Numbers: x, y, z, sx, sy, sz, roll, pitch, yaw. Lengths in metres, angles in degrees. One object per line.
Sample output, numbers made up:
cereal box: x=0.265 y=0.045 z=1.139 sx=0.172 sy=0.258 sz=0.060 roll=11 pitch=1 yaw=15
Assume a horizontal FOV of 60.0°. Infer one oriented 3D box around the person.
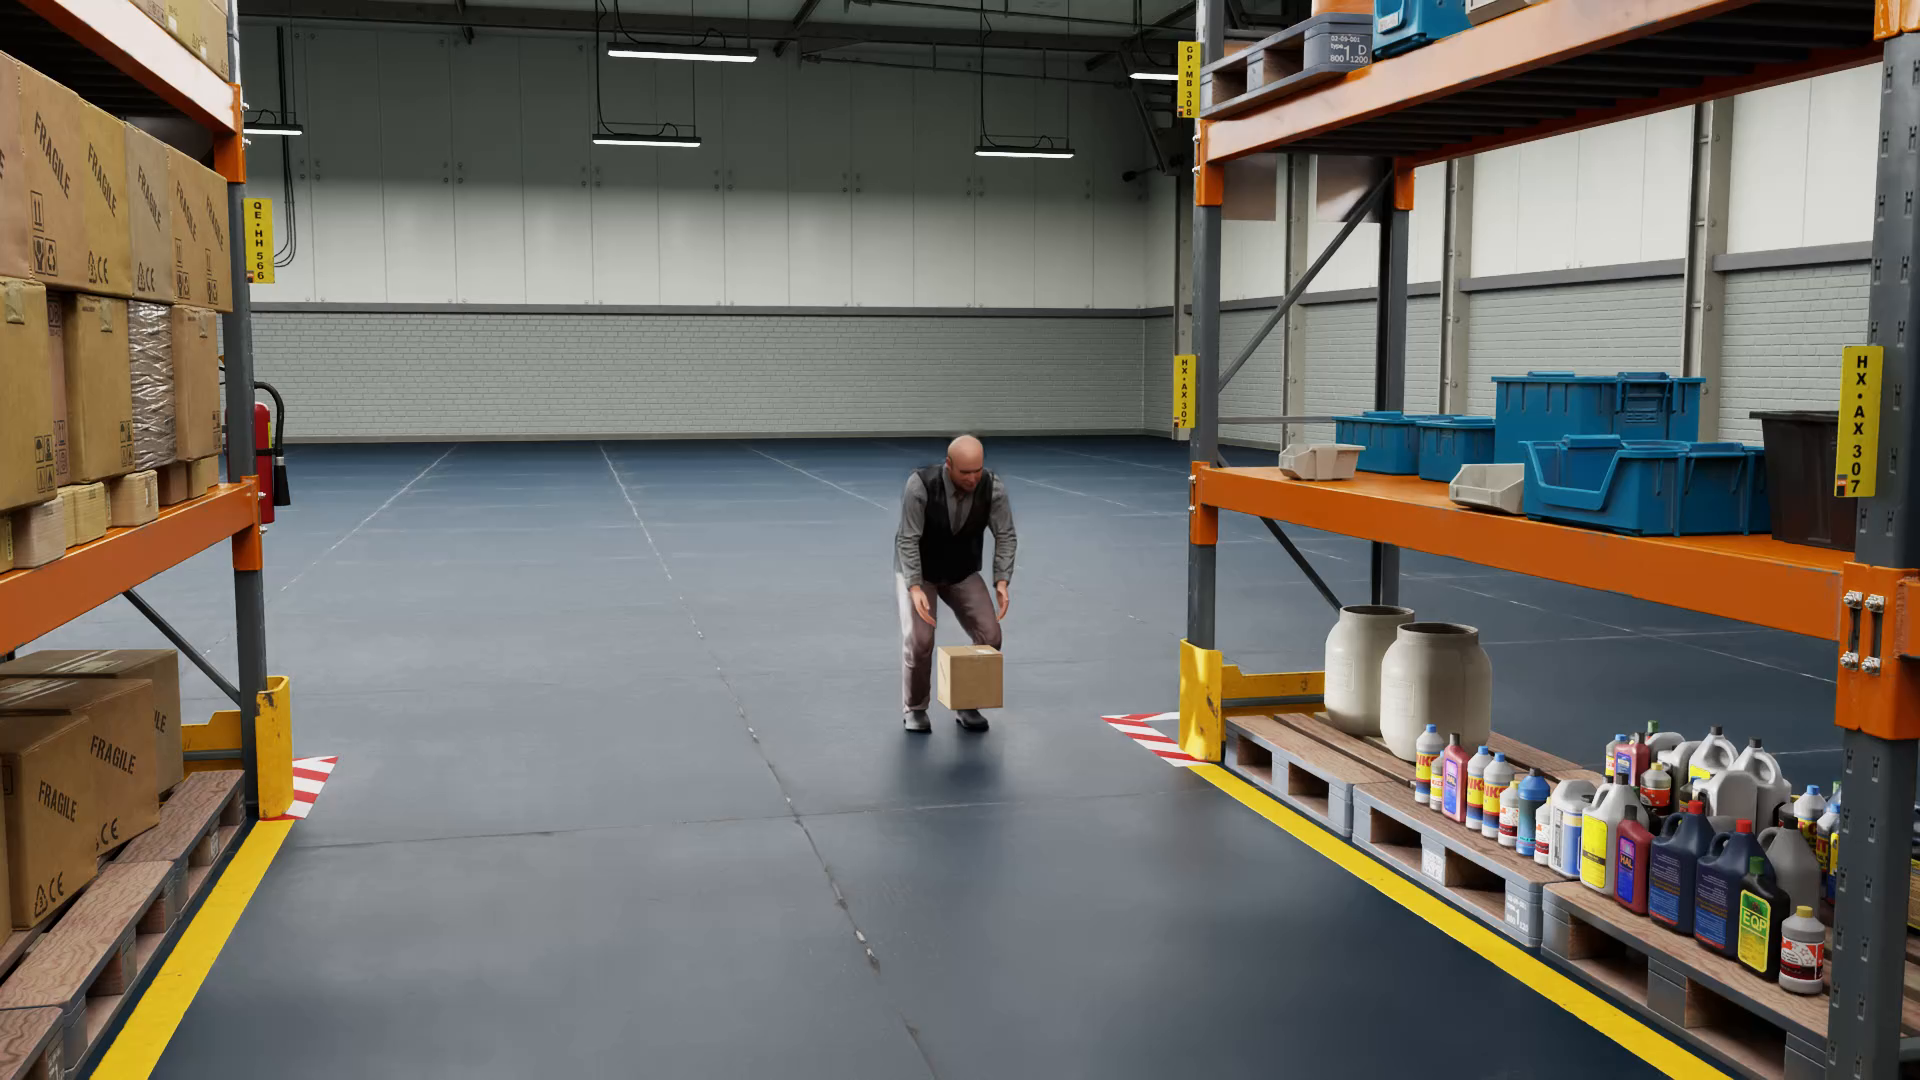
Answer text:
person: x=-0.034 y=0.260 z=8.060 sx=0.591 sy=1.317 sz=0.689 roll=-1 pitch=6 yaw=-13
